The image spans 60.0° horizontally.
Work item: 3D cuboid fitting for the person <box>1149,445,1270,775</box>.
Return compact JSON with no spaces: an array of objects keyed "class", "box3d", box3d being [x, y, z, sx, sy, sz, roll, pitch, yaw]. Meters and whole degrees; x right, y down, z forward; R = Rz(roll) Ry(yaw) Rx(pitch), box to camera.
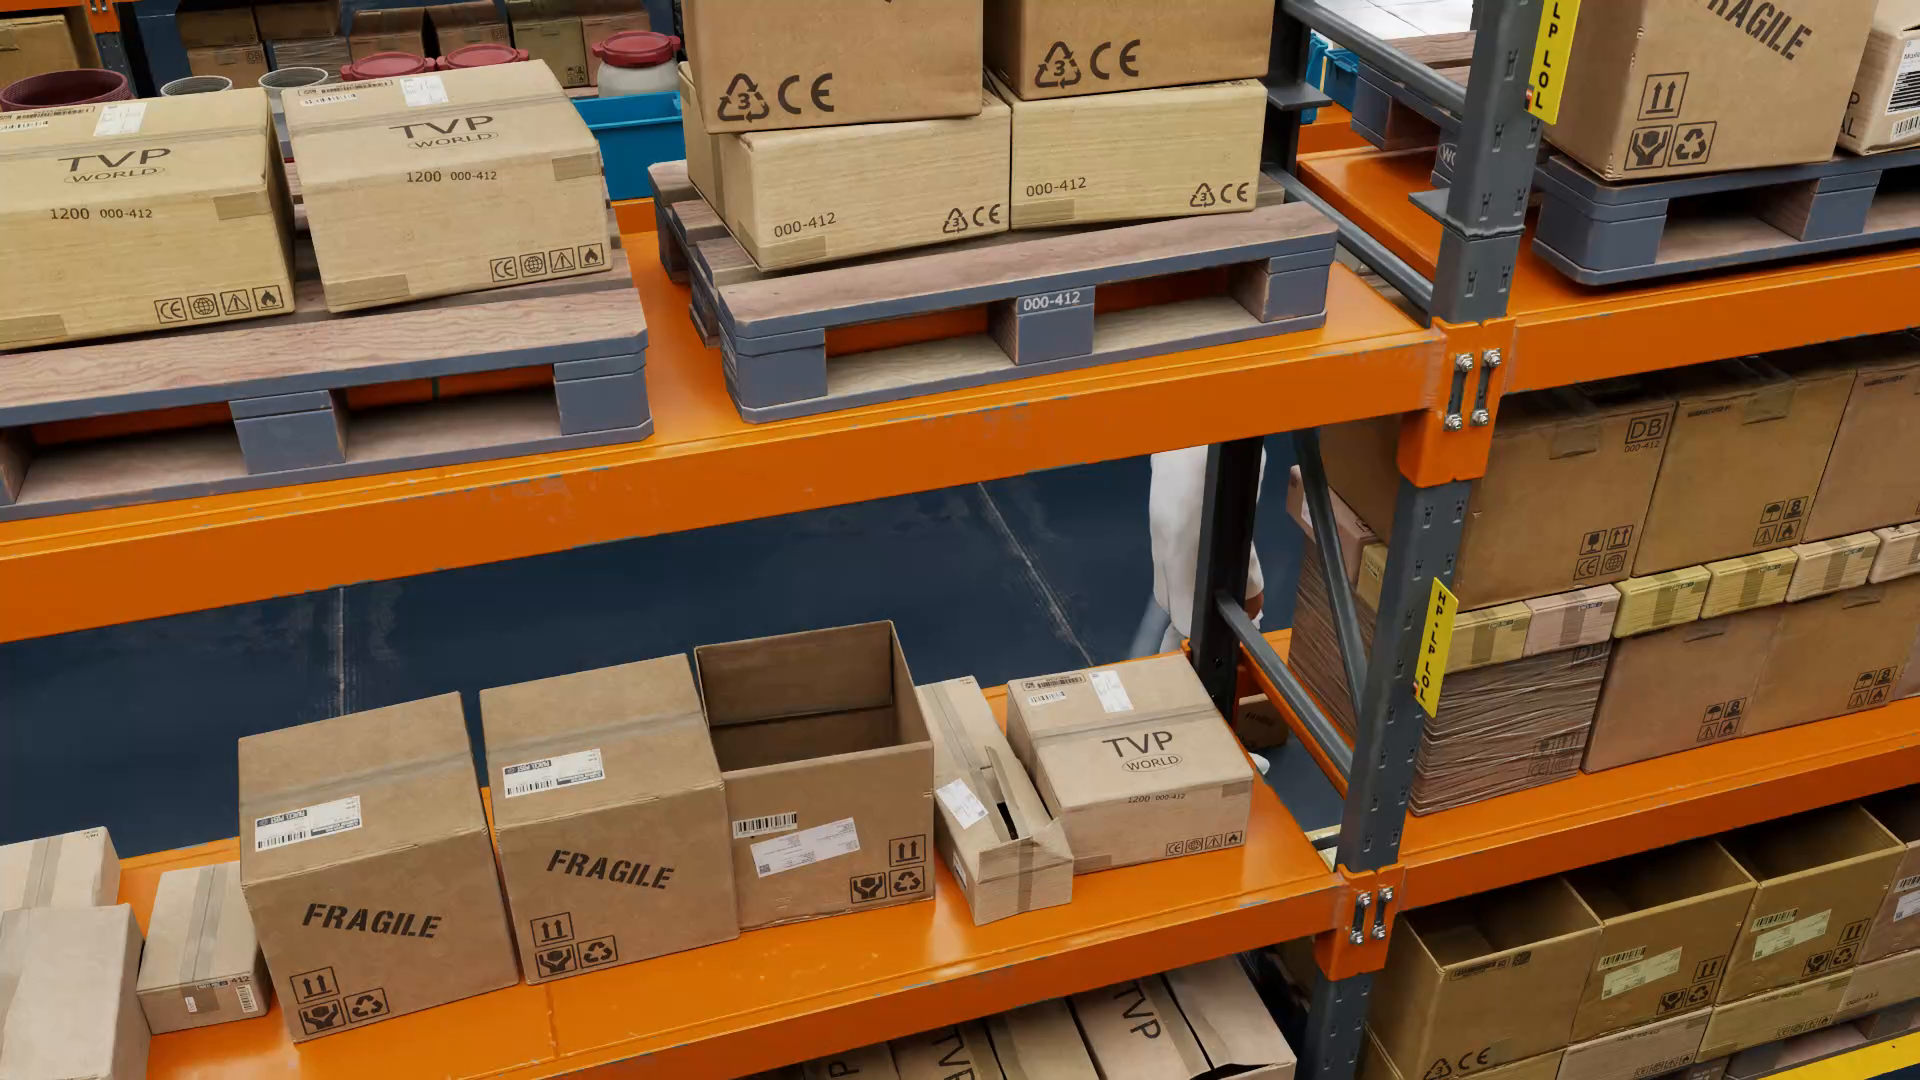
[{"class":"person","box3d":[0.905,0.054,6.074,0.429,1.772,0.649,-12,35,-17]}]
